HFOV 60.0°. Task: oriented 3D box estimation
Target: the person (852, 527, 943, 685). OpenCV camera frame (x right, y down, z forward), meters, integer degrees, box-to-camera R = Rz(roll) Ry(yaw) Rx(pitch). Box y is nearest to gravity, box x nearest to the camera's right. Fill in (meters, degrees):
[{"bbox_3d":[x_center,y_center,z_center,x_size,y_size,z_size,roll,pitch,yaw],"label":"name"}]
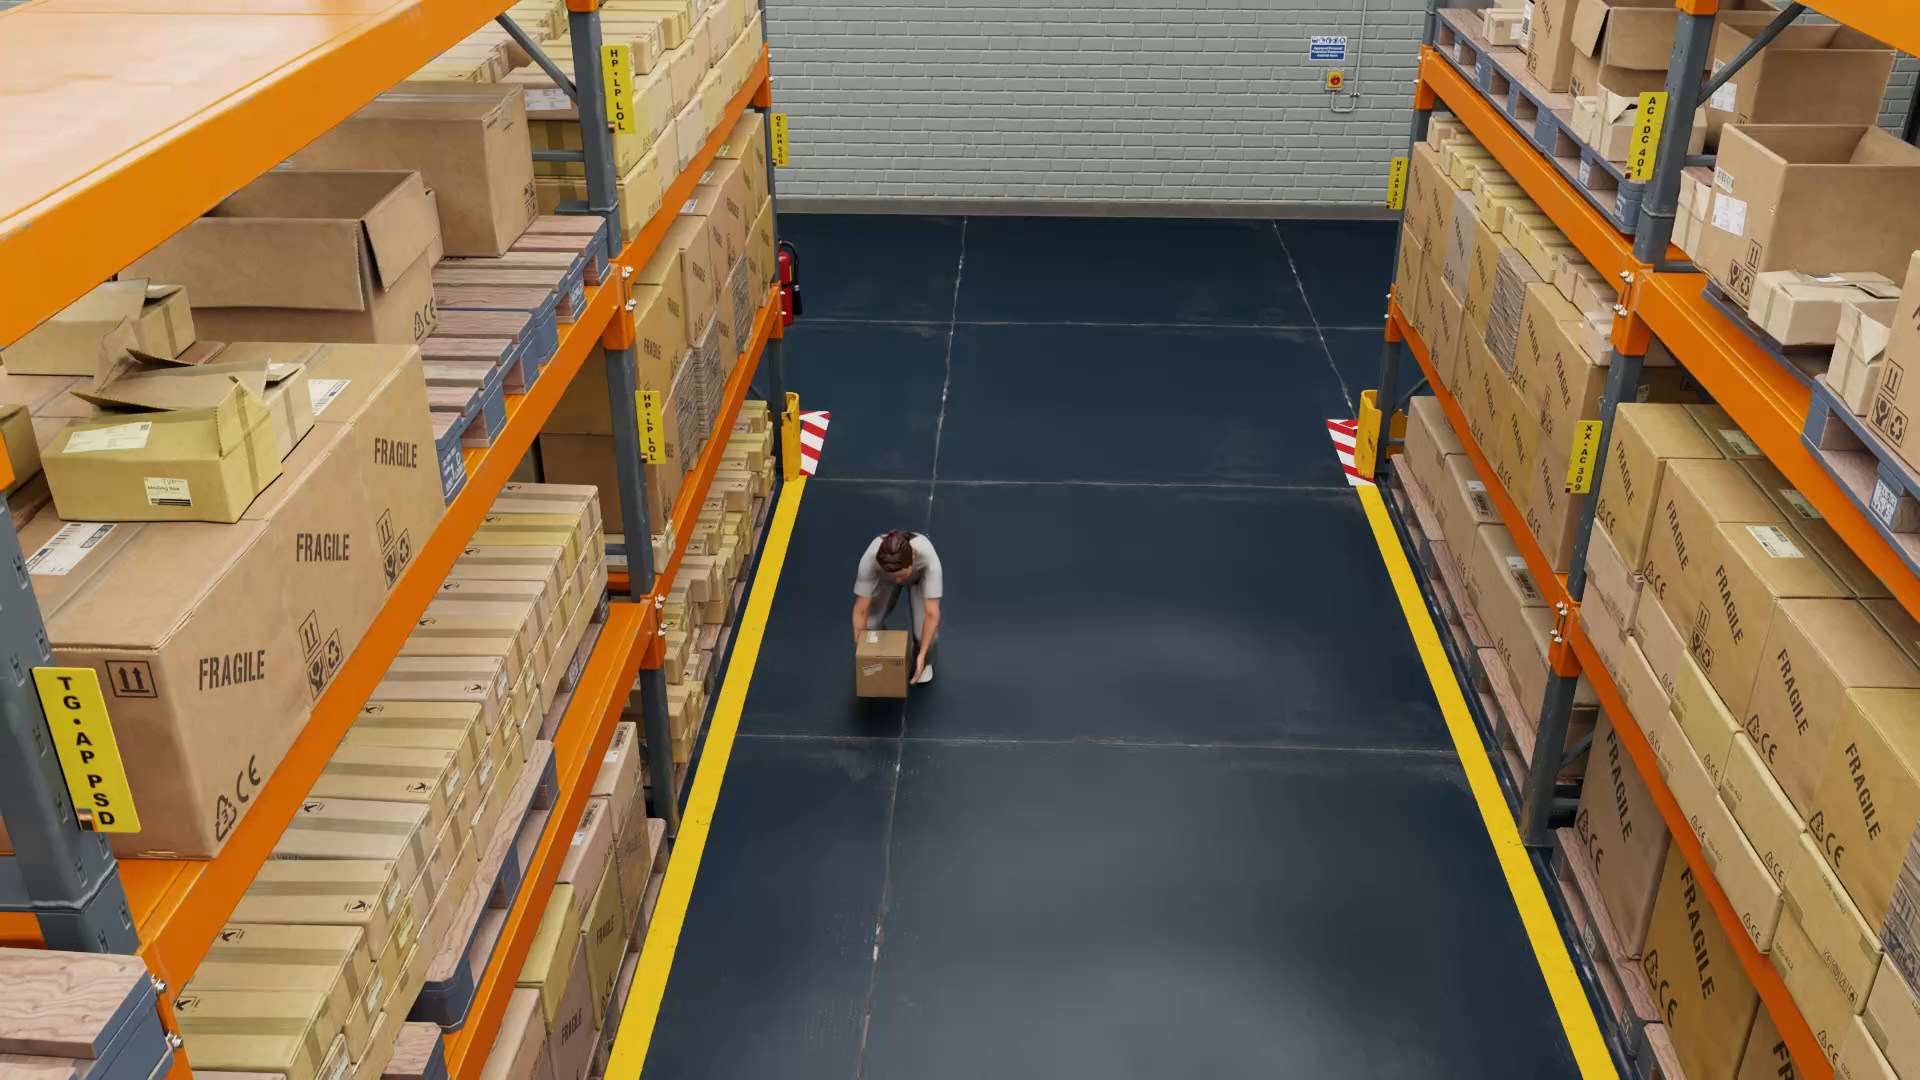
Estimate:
[{"bbox_3d":[-0.301,0.311,8.758,0.486,1.003,0.781,5,29,10],"label":"person"}]
